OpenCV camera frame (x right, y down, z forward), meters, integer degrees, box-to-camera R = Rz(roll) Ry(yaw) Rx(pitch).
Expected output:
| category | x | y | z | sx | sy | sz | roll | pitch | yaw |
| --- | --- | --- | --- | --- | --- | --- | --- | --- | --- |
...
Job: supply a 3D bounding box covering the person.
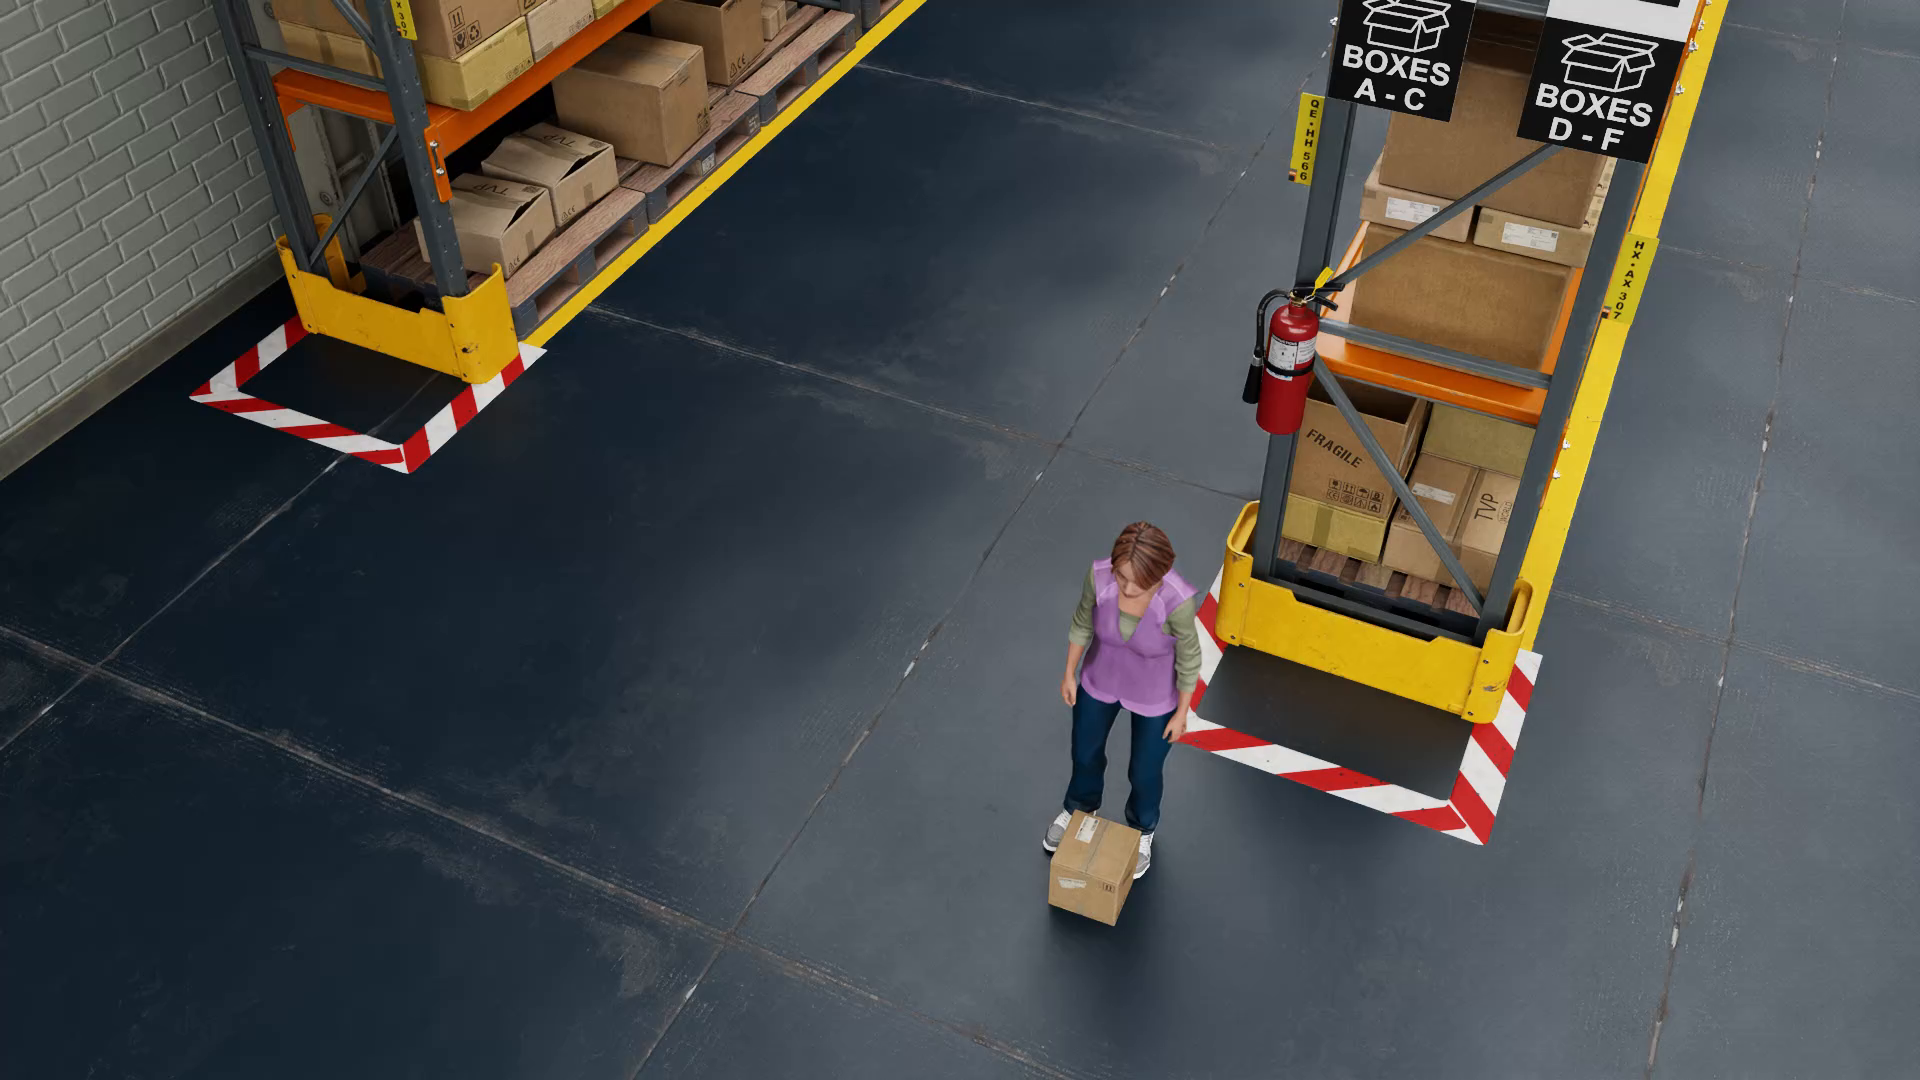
| category | x | y | z | sx | sy | sz | roll | pitch | yaw |
| --- | --- | --- | --- | --- | --- | --- | --- | --- | --- |
| person | 0.568 | 0.517 | 5.605 | 0.460 | 1.593 | 0.343 | 18 | 45 | 18 |
